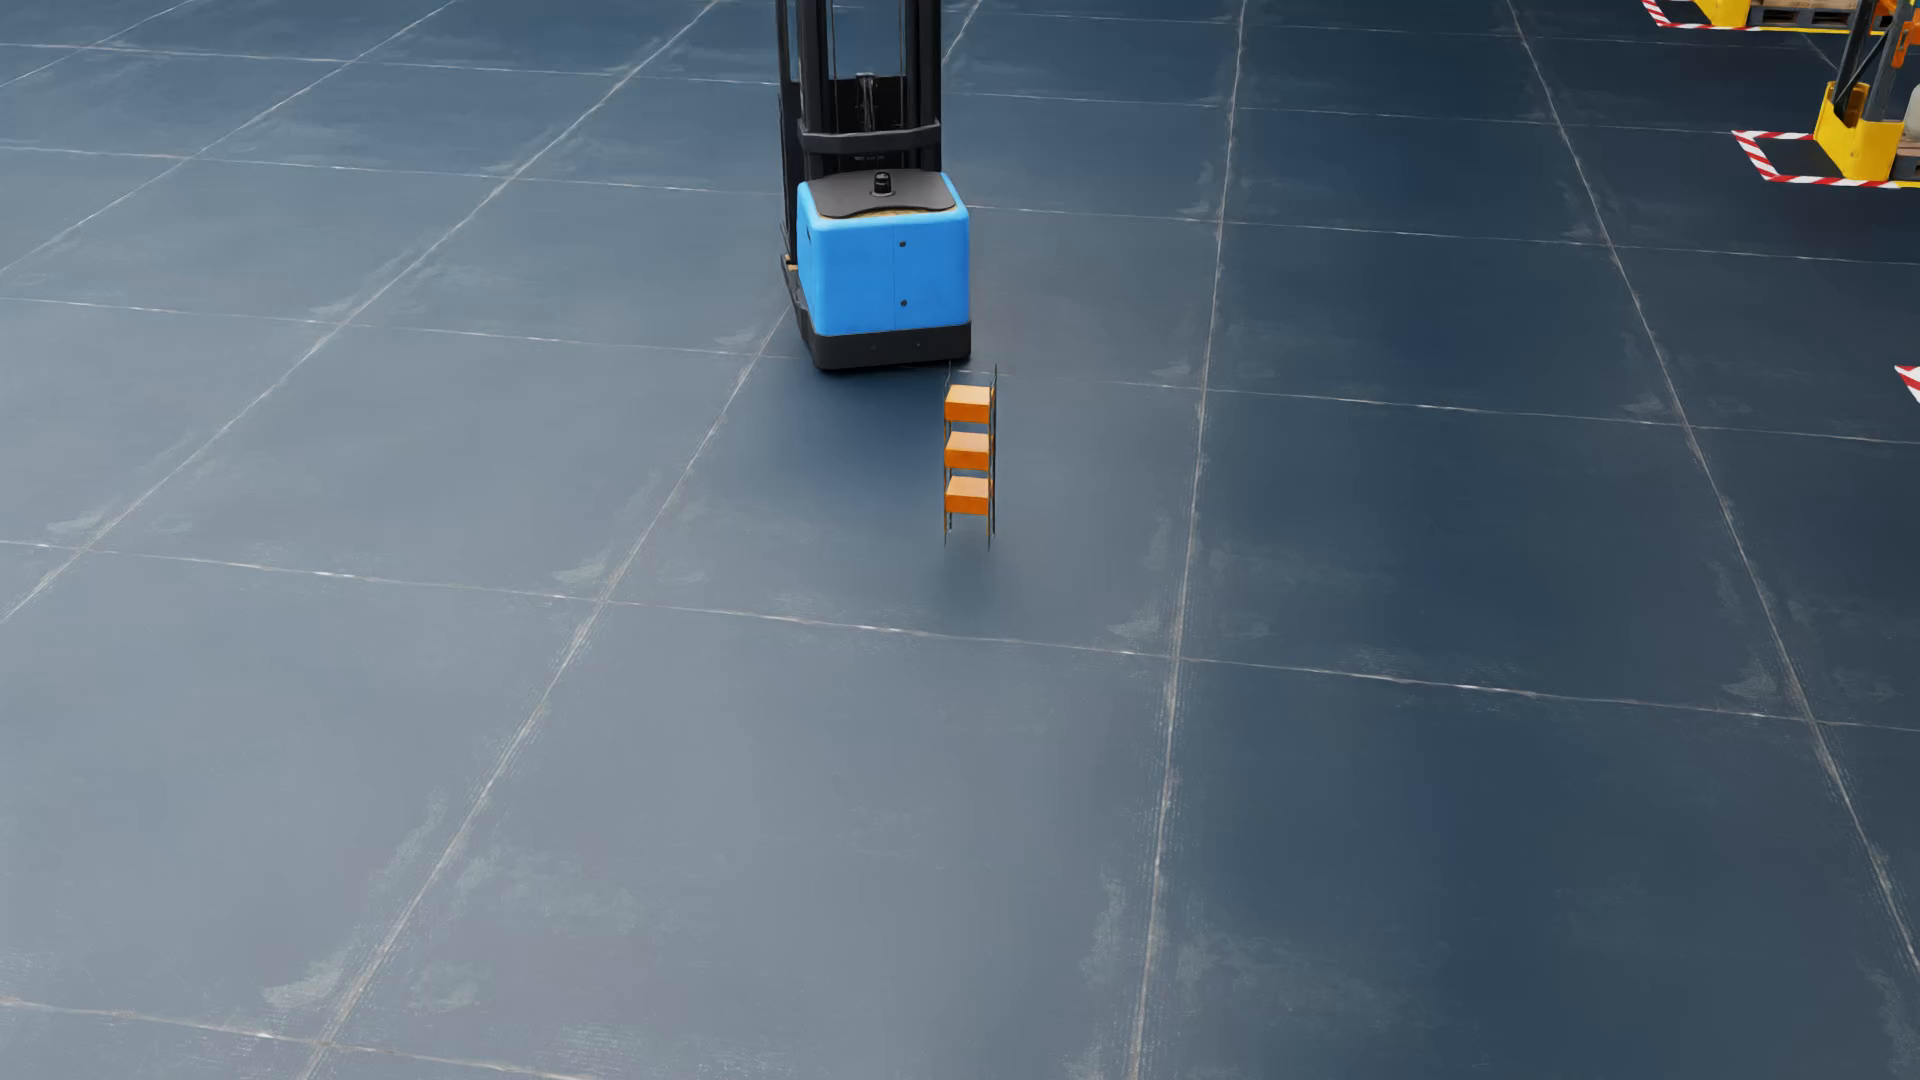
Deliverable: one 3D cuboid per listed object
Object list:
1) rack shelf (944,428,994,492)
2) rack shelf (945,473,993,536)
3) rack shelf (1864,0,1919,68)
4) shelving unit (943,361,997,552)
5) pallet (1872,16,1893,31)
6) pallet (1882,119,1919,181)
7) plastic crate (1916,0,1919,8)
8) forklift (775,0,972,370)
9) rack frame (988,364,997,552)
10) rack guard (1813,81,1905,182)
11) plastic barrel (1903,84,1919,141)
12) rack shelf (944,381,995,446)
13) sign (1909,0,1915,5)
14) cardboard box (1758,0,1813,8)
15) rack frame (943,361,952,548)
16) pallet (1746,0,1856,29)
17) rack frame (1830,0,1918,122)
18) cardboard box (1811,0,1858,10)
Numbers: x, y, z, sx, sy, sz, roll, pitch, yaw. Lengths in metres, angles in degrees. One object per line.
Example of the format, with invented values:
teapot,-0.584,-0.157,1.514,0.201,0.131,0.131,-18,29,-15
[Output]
rack shelf,0.053,-0.431,8.969,0.240,0.259,0.215,5,32,8
rack shelf,0.053,-0.196,9.117,0.240,0.259,0.215,5,32,8
rack shelf,9.701,-4.127,13.694,4.000,0.370,1.077,5,32,8
shelving unit,0.053,-0.440,8.964,0.252,1.050,0.215,5,32,8
pallet,10.526,-5.862,18.416,1.213,0.211,1.003,5,32,8
pallet,8.612,-3.371,14.436,1.213,0.211,1.003,5,32,8
plastic crate,8.273,-4.659,14.006,0.616,0.251,0.499,5,32,8
forklift,-0.719,-3.130,11.489,1.130,2.935,3.031,-6,33,-10
rack frame,0.173,-0.429,8.946,0.008,1.050,0.200,5,32,8
rack guard,7.812,-3.568,14.480,0.348,0.500,1.175,5,32,8
plastic barrel,8.391,-3.715,14.307,0.421,0.512,0.421,0,32,0
rack shelf,0.053,-0.672,8.819,0.240,0.259,0.215,5,32,8
sign,7.632,-4.440,13.256,0.005,0.325,0.100,5,32,8
cardboard box,9.057,-6.049,18.282,0.500,0.250,0.500,5,32,8
rack frame,-0.068,-0.451,8.981,0.008,1.050,0.200,5,32,8
pallet,9.327,-5.972,18.592,1.213,0.211,1.003,5,32,8
rack frame,7.729,-4.610,13.788,0.127,3.000,1.000,5,32,8
cardboard box,9.551,-6.006,18.214,0.500,0.250,0.500,5,32,8
